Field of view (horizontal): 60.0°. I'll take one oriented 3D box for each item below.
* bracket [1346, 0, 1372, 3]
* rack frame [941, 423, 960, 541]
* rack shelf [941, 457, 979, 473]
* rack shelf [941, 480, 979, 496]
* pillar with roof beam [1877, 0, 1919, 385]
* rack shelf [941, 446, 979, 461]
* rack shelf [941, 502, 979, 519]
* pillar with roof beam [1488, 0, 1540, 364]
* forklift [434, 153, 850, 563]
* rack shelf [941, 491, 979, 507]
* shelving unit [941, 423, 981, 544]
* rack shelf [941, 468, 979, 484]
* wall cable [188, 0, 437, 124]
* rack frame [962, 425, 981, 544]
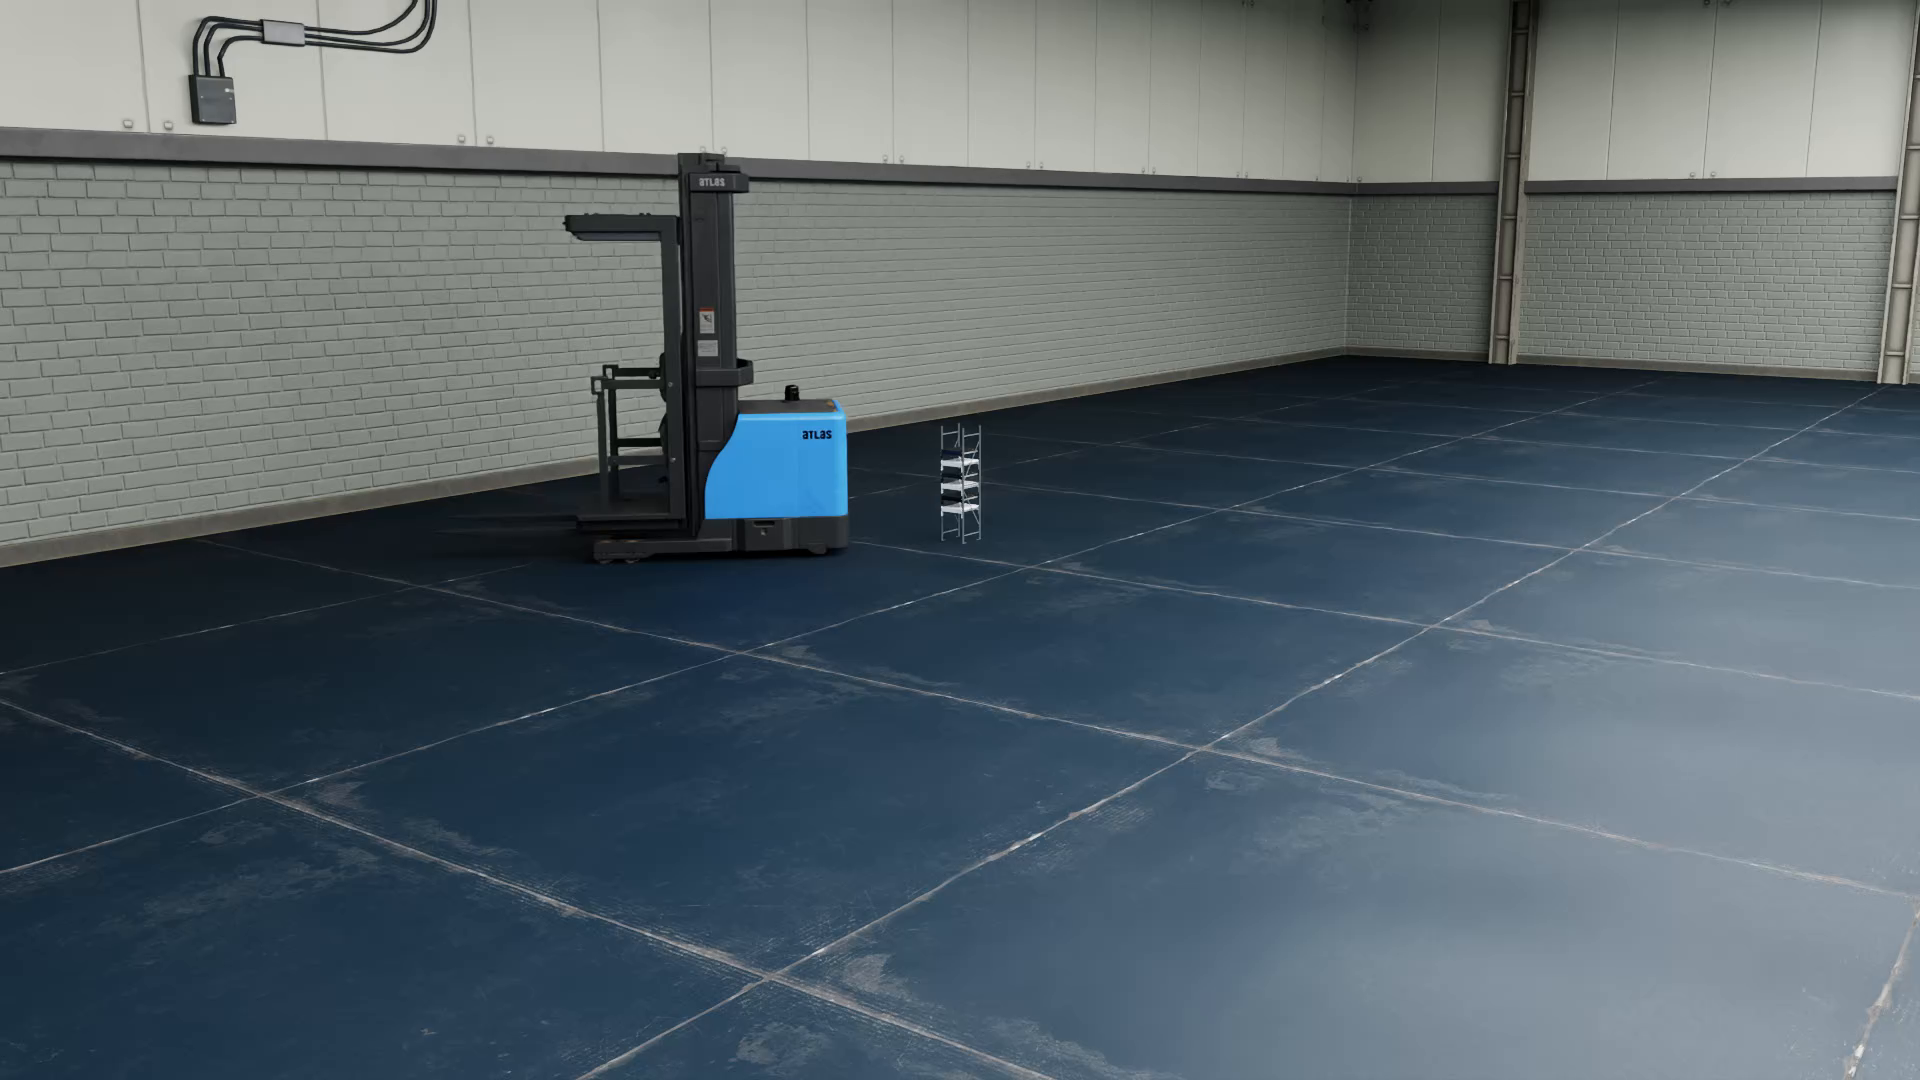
[{"bbox_3d":[6.983,-9.521,29.075,0.430,0.232,0.235,8,13,36],"label":"bracket"},{"bbox_3d":[-0.075,-0.452,12.999,0.006,0.900,0.240,8,13,36],"label":"rack frame"},{"bbox_3d":[0.007,-0.585,12.912,0.200,0.077,0.258,8,13,36],"label":"rack shelf"},{"bbox_3d":[0.007,-0.408,12.946,0.200,0.077,0.258,8,13,36],"label":"rack shelf"},{"bbox_3d":[11.726,-6.161,21.186,0.400,9.000,9.100,8,13,36],"label":"pillar with roof beam"},{"bbox_3d":[0.007,-0.673,12.895,0.200,0.077,0.258,8,13,36],"label":"rack shelf"},{"bbox_3d":[0.007,-0.231,12.980,0.200,0.077,0.258,8,13,36],"label":"rack shelf"},{"bbox_3d":[6.890,-6.836,24.673,0.548,9.000,9.100,8,13,36],"label":"pillar with roof beam"},{"bbox_3d":[-2.381,-1.374,12.414,3.031,2.935,1.130,-1,11,-7],"label":"forklift"},{"bbox_3d":[0.007,-0.320,12.963,0.200,0.077,0.258,8,13,36],"label":"rack shelf"},{"bbox_3d":[0.007,-0.441,12.939,0.210,0.900,0.258,8,13,36],"label":"shelving unit"},{"bbox_3d":[0.007,-0.497,12.929,0.200,0.077,0.258,8,13,36],"label":"rack shelf"},{"bbox_3d":[-5.167,-6.328,13.092,0.169,6.003,2.305,8,13,36],"label":"wall cable"},{"bbox_3d":[0.088,-0.429,12.880,0.006,0.900,0.240,8,13,36],"label":"rack frame"}]
